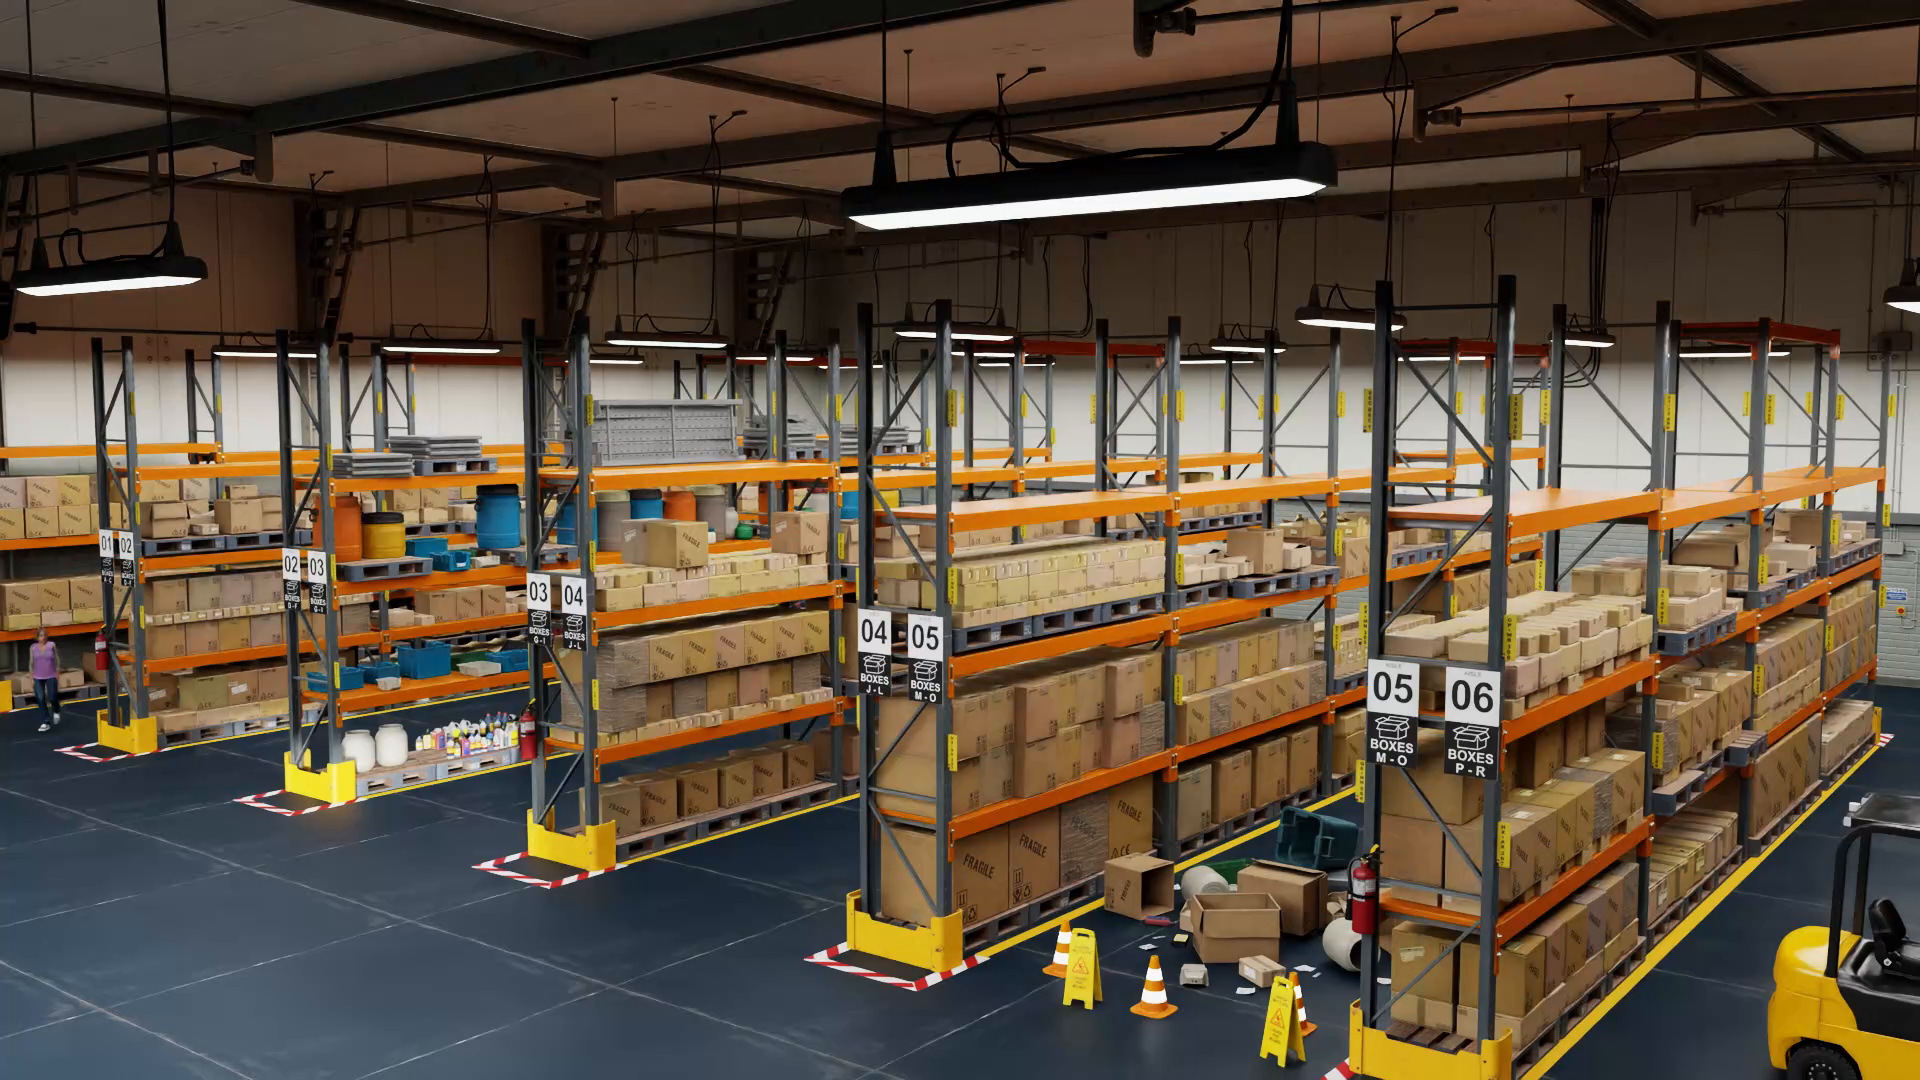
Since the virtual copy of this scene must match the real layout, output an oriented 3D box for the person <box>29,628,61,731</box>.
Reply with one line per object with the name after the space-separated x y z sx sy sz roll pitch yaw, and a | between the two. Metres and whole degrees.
-14.087 2.141 25.626 0.402 1.556 0.517 -1 5 -13 | person
